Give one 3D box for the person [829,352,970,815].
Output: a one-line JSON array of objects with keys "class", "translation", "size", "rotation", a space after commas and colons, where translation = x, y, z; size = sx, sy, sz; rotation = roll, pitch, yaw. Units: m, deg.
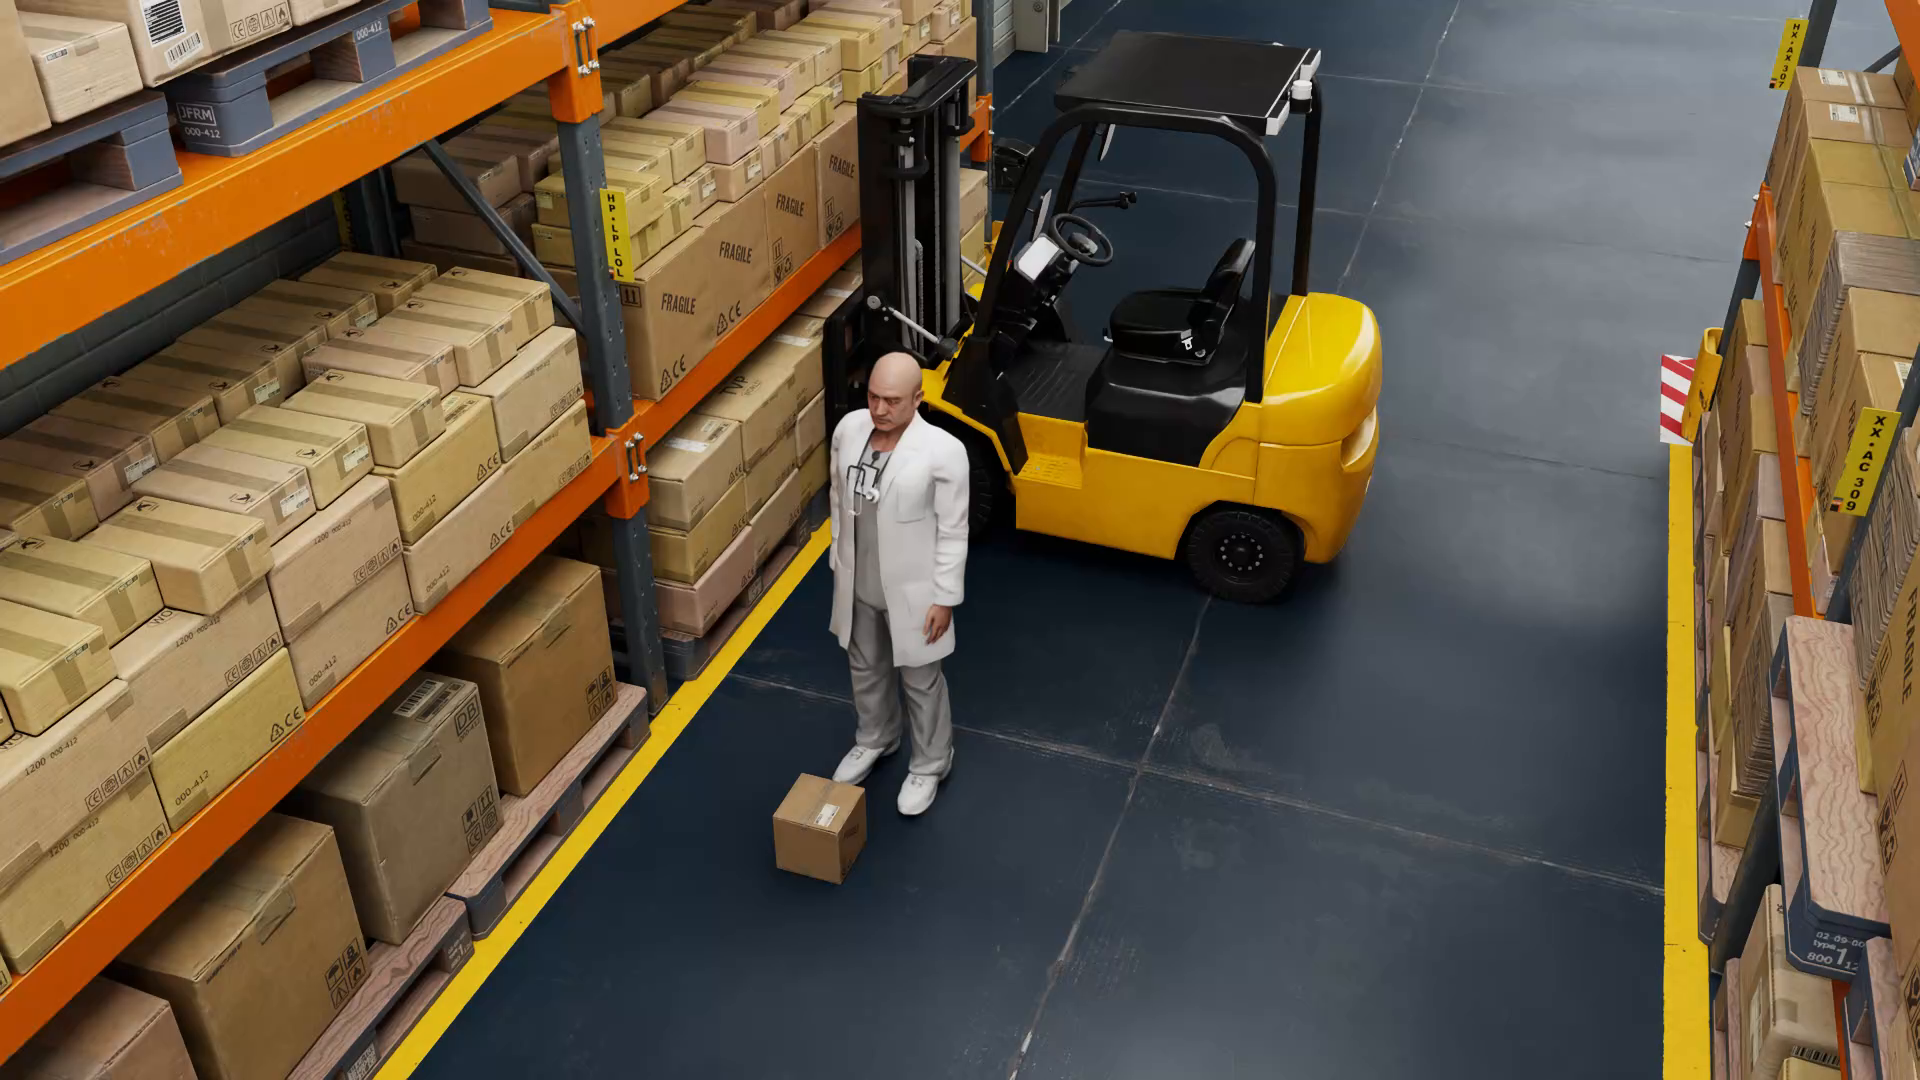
[{"class": "person", "translation": [-0.237, 0.164, 5.898], "size": [0.561, 1.781, 0.380], "rotation": [18, 37, 26]}]
